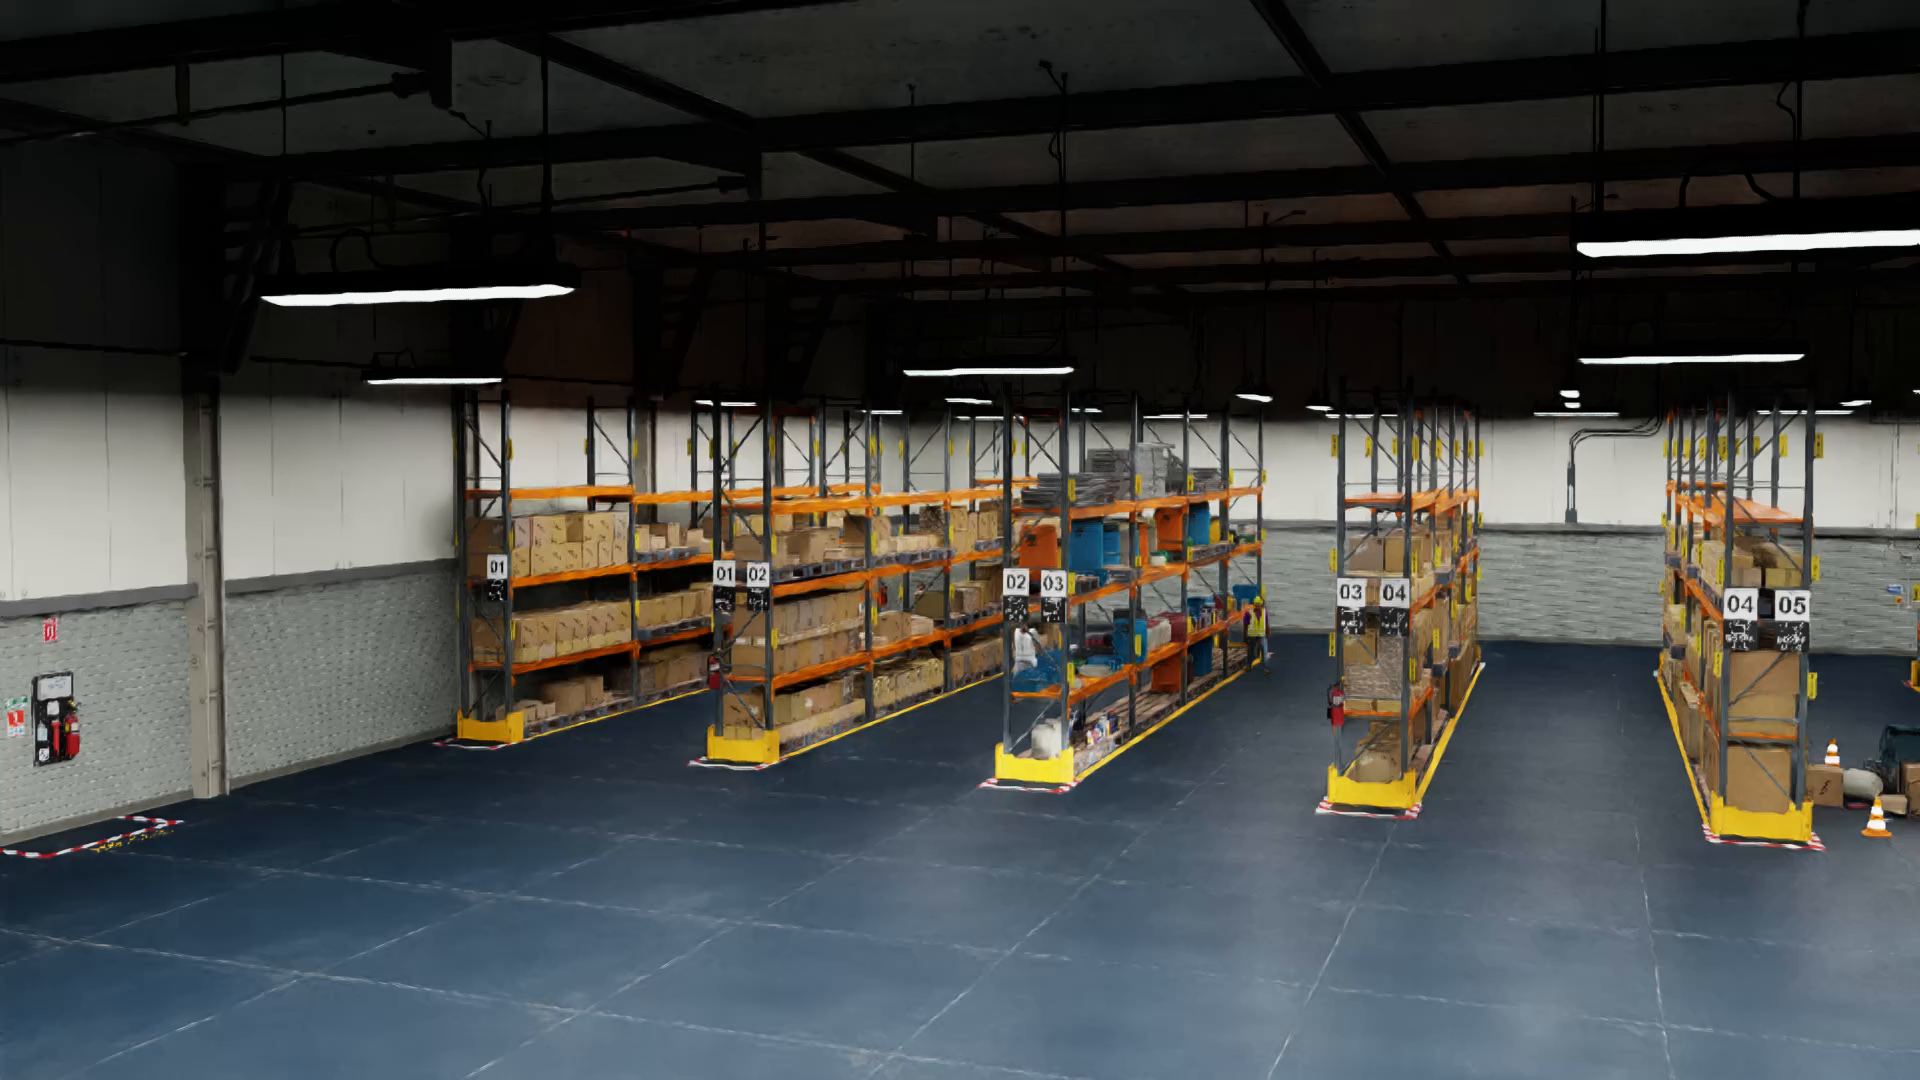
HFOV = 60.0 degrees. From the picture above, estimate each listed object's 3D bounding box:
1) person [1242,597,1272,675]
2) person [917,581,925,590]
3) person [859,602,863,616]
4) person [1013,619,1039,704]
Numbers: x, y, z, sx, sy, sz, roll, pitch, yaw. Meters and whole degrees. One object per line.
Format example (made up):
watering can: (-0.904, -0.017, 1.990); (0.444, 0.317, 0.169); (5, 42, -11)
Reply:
person: (6.594, 2.117, 36.911); (0.622, 1.724, 0.950); (0, 3, -3)
person: (-0.961, 1.830, 43.477); (0.430, 1.540, 0.948); (1, 3, 19)
person: (-2.582, 1.990, 39.076); (0.547, 1.671, 1.115); (1, 3, 17)
person: (1.292, 2.333, 32.749); (0.579, 1.732, 1.042); (1, 3, 19)
